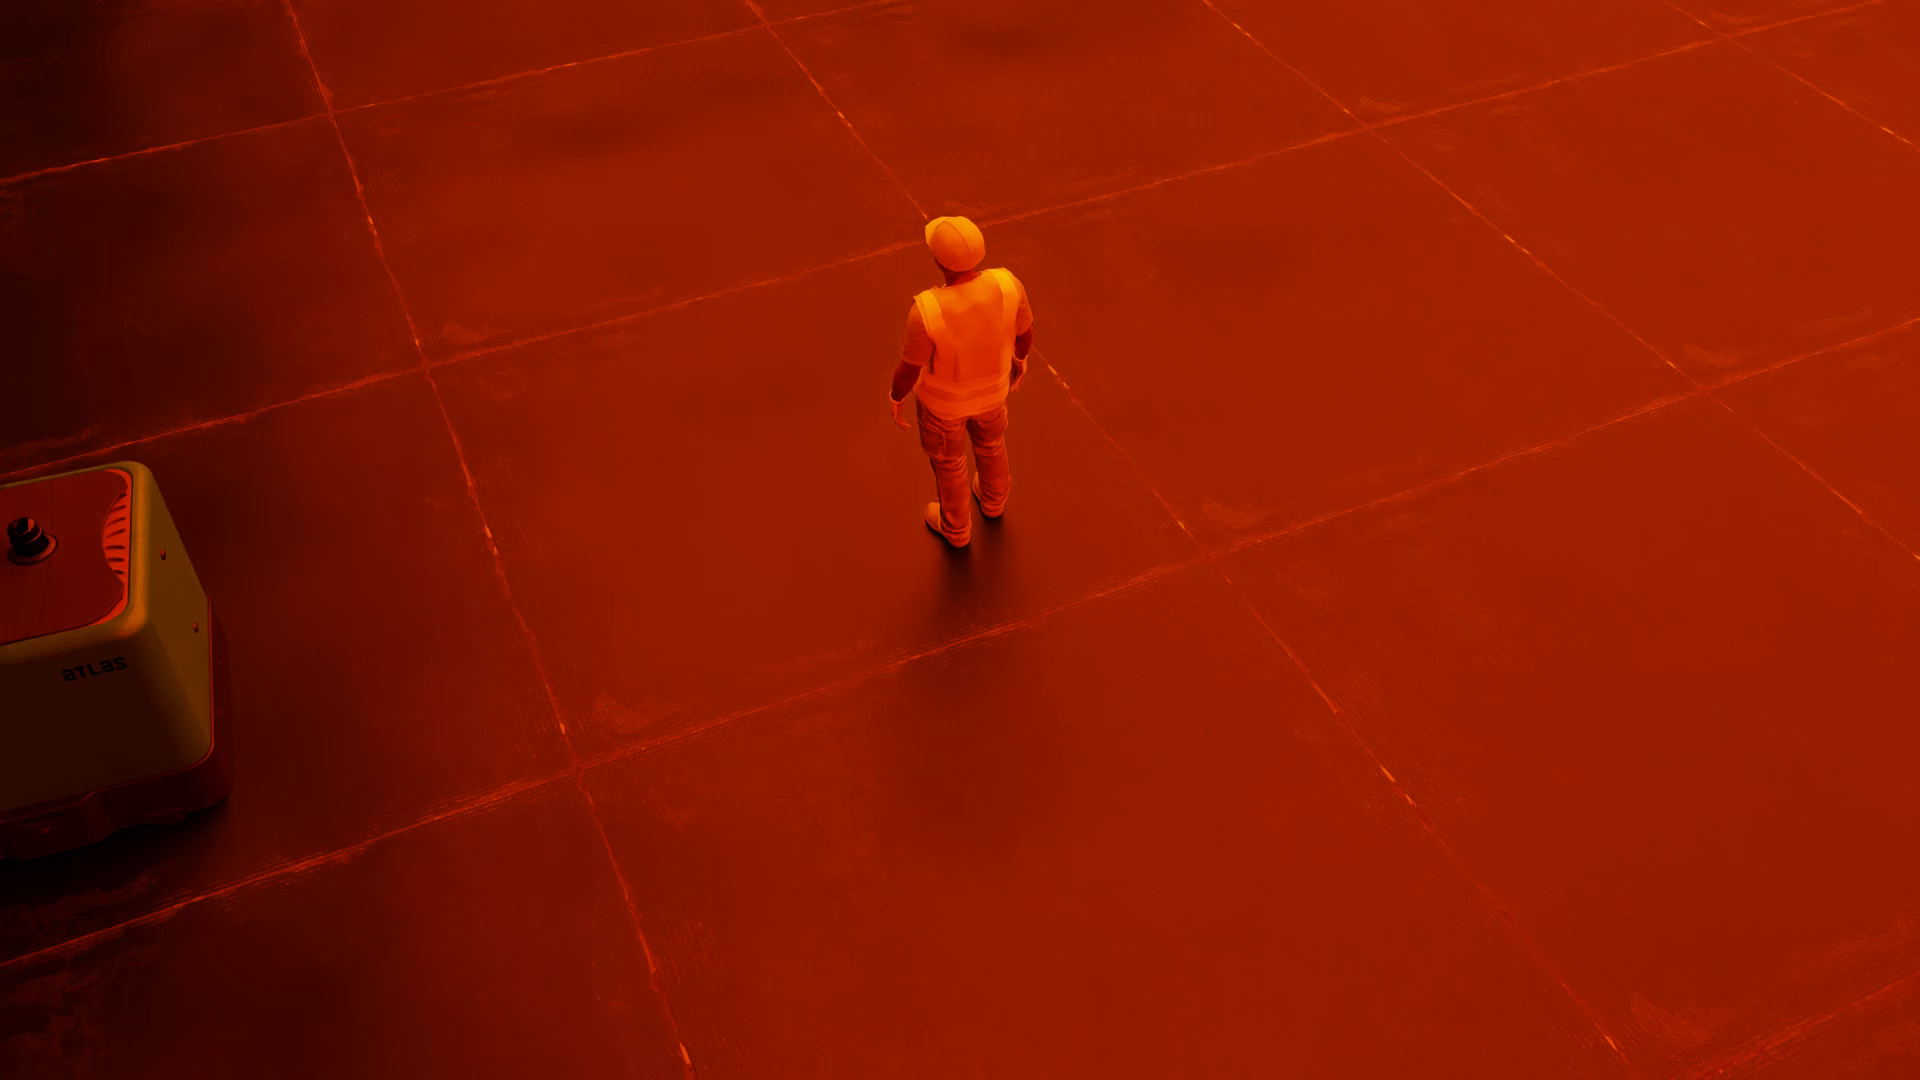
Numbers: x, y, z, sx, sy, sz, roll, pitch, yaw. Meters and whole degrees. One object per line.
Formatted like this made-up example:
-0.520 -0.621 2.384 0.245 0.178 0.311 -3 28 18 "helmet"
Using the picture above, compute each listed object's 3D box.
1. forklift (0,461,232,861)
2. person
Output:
-4.494 0.020 5.659 3.031 2.935 1.130 -13 45 -14 "forklift"
-0.023 -0.705 7.266 0.657 1.785 0.575 -18 46 -18 "person"
